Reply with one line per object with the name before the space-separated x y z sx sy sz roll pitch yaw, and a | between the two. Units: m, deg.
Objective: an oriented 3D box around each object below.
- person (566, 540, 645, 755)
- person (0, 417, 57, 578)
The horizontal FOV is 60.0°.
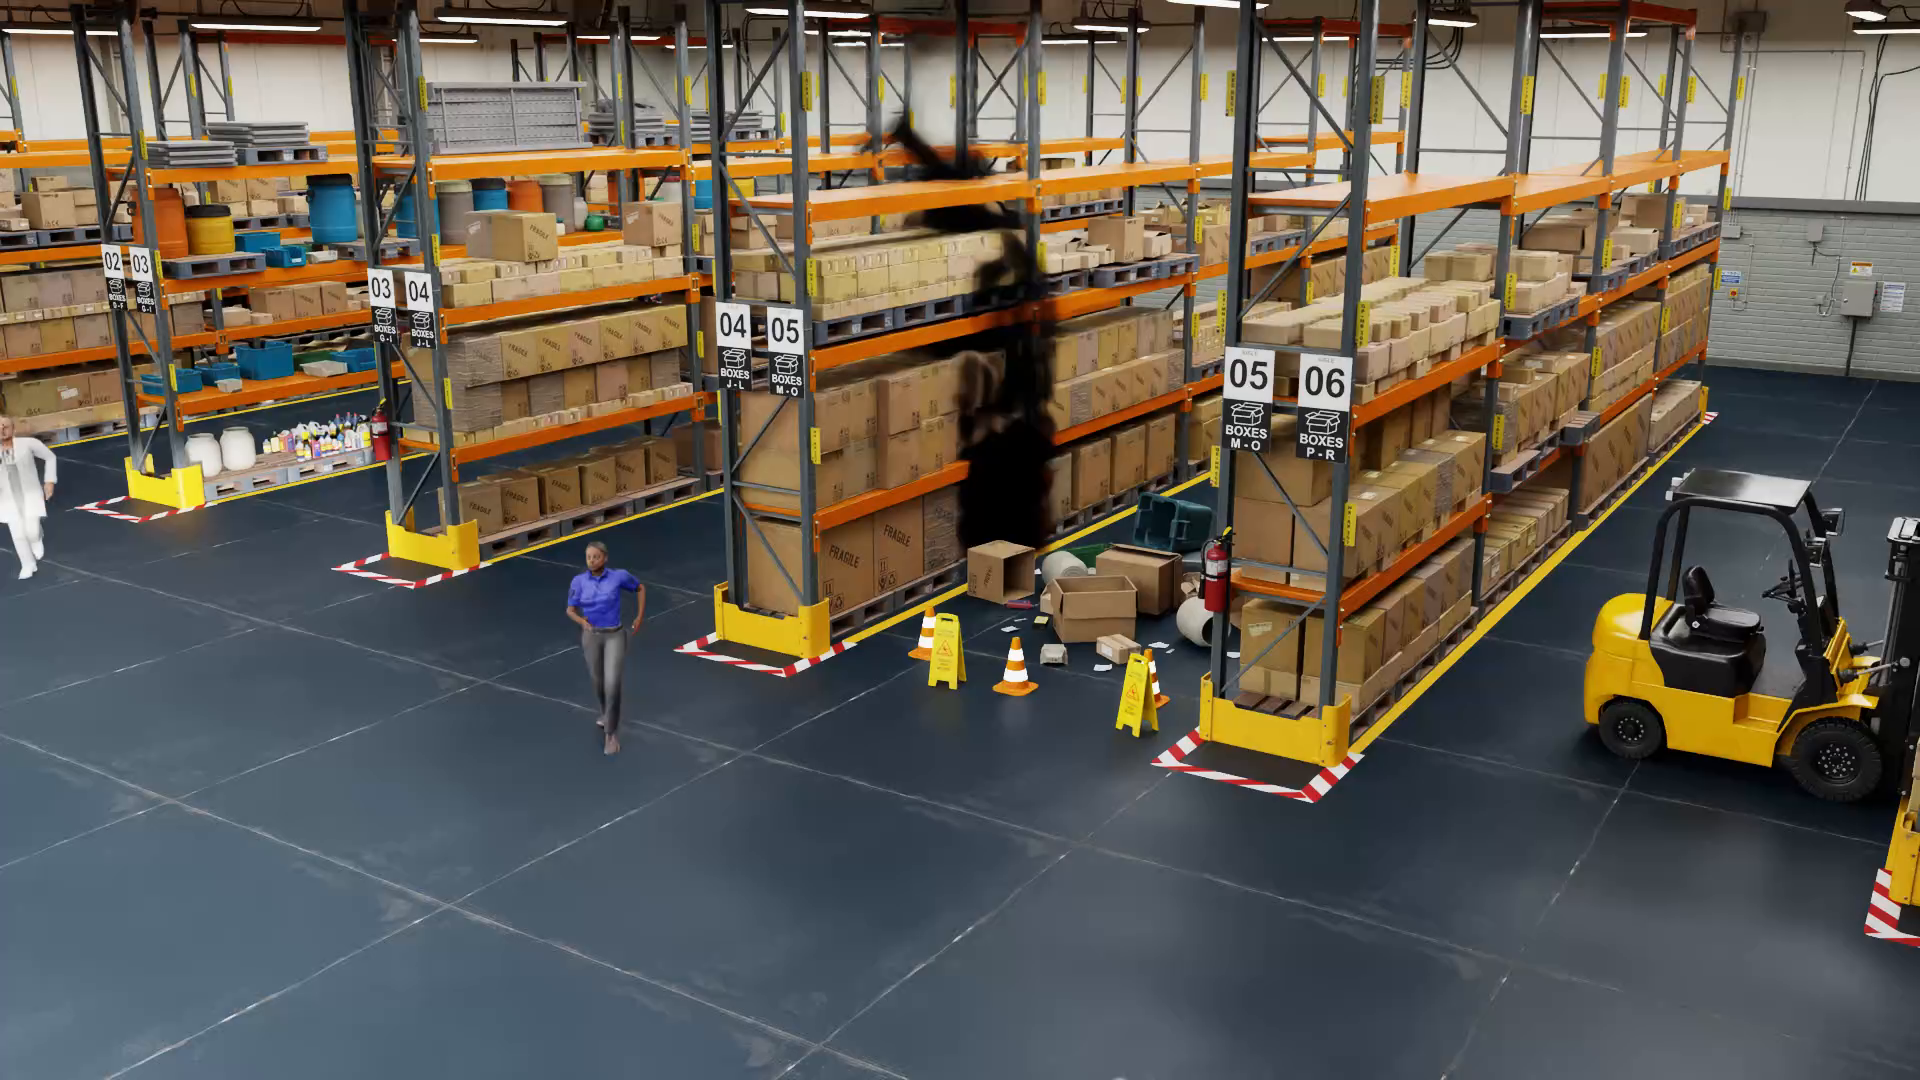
person | -2.819 0.829 13.255 0.582 1.693 0.749 0 16 0
person | -9.964 -0.452 17.632 0.734 1.738 0.699 -5 16 -19
